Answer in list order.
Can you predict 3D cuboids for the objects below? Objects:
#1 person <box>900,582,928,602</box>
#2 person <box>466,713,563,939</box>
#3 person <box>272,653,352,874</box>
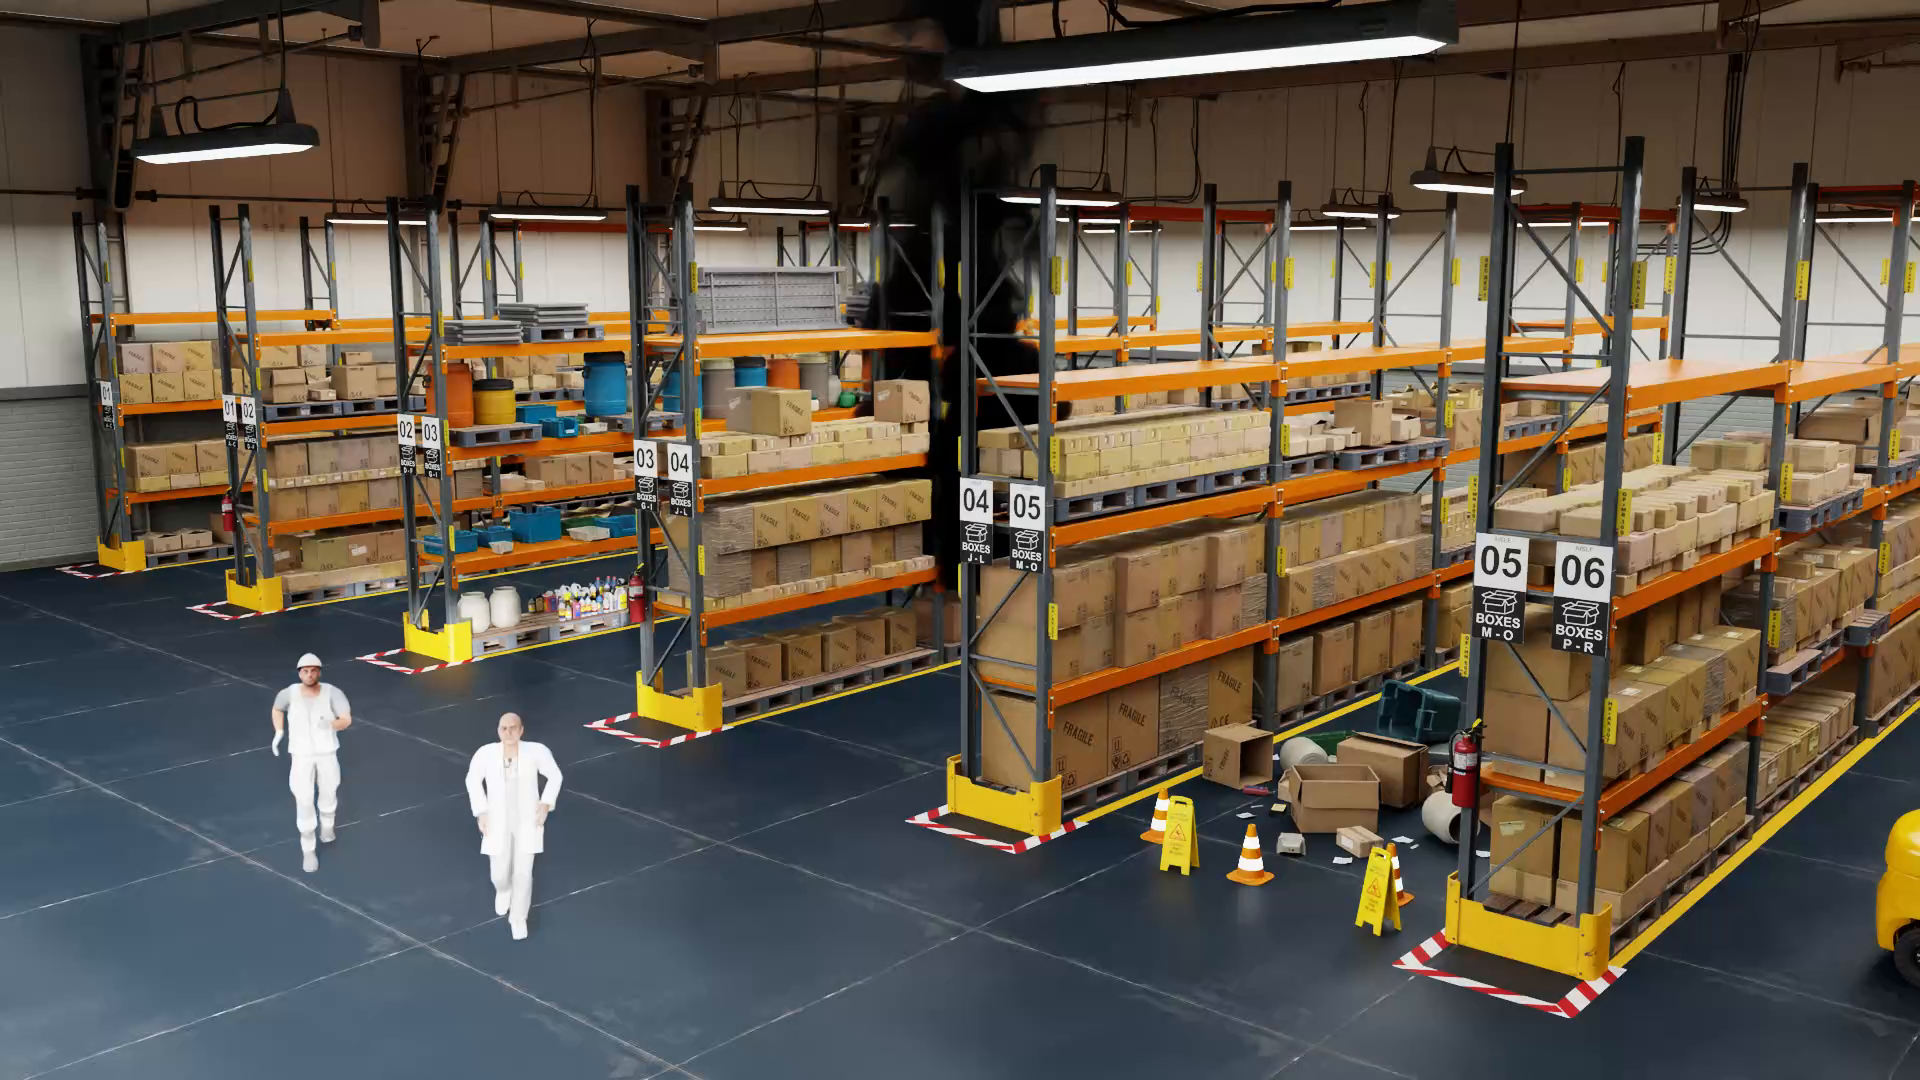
[{"bbox_3d":[-0.620,0.389,24.011,0.565,1.624,0.545,7,12,36],"label":"person"},{"bbox_3d":[-3.457,2.227,12.965,0.731,1.661,0.636,-2,10,-12],"label":"person"},{"bbox_3d":[-5.632,1.885,14.490,0.653,1.833,0.840,-4,10,-22],"label":"person"}]
